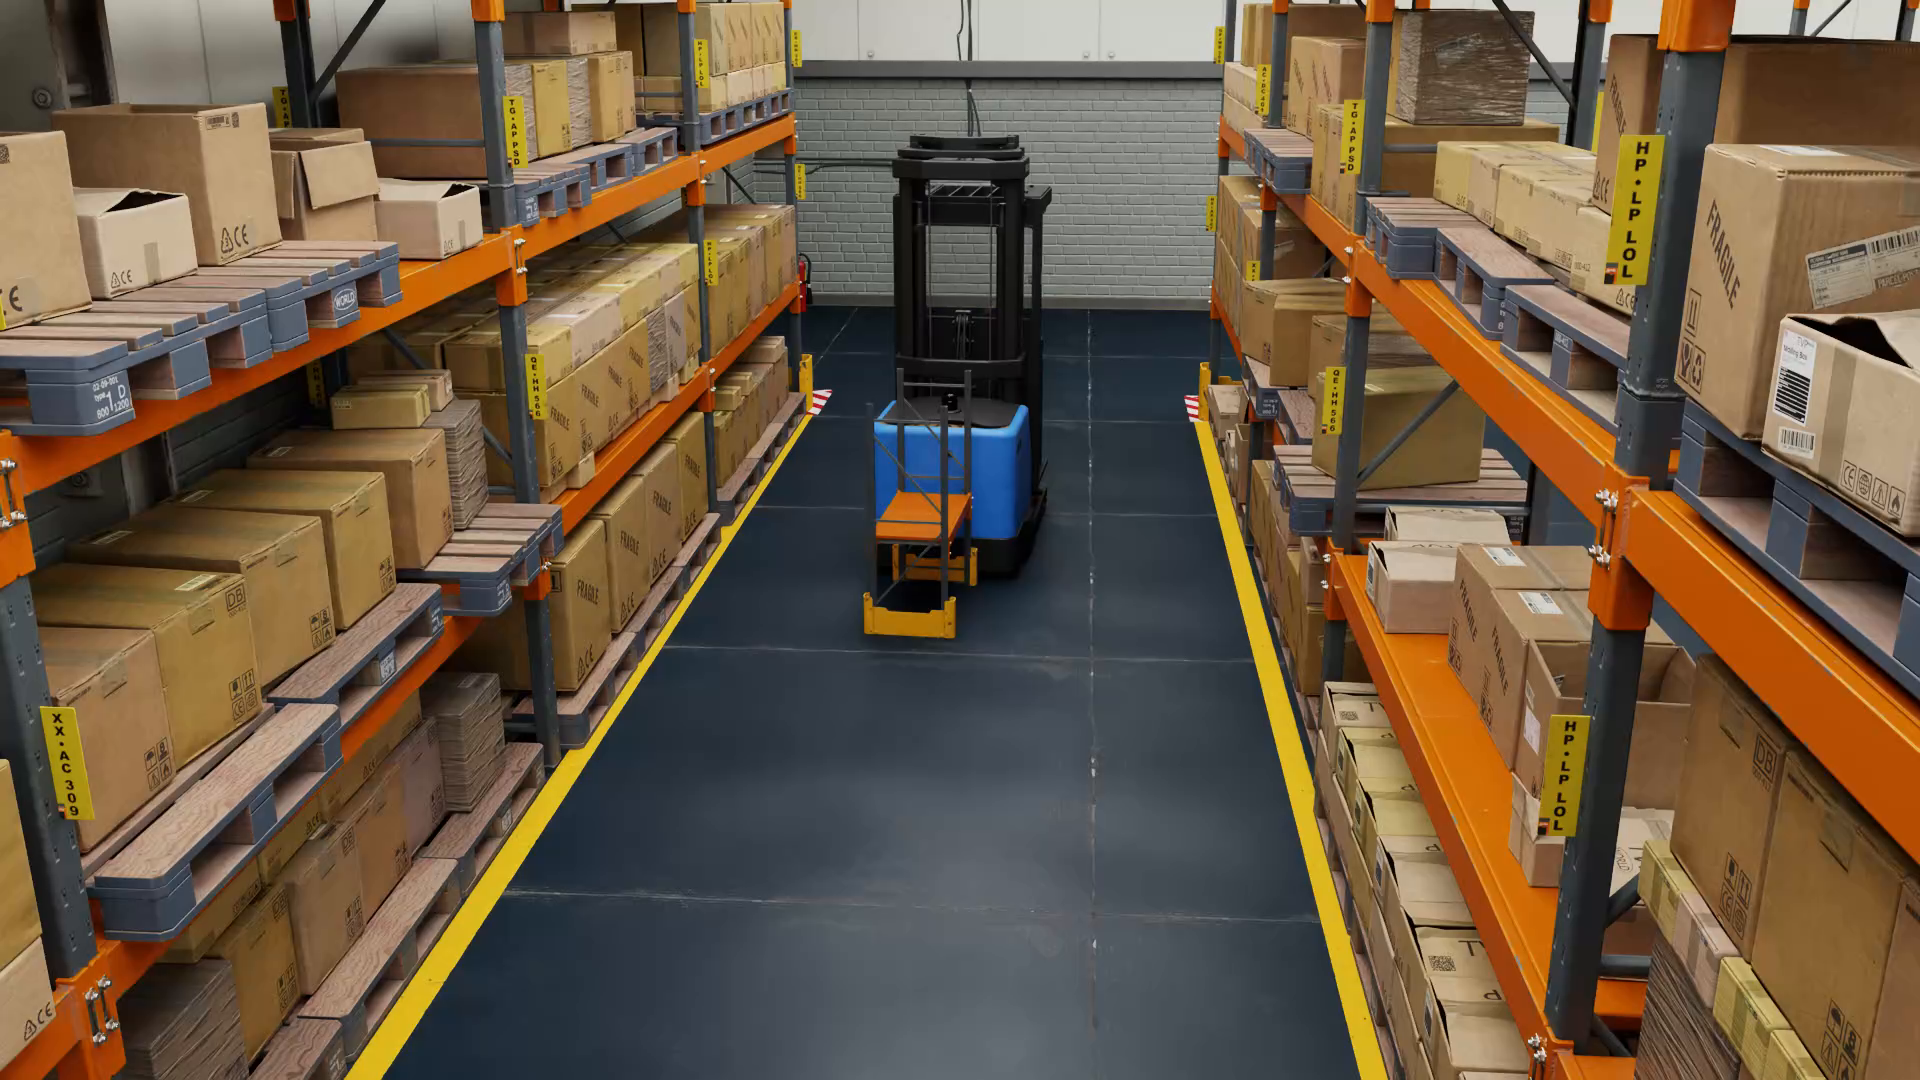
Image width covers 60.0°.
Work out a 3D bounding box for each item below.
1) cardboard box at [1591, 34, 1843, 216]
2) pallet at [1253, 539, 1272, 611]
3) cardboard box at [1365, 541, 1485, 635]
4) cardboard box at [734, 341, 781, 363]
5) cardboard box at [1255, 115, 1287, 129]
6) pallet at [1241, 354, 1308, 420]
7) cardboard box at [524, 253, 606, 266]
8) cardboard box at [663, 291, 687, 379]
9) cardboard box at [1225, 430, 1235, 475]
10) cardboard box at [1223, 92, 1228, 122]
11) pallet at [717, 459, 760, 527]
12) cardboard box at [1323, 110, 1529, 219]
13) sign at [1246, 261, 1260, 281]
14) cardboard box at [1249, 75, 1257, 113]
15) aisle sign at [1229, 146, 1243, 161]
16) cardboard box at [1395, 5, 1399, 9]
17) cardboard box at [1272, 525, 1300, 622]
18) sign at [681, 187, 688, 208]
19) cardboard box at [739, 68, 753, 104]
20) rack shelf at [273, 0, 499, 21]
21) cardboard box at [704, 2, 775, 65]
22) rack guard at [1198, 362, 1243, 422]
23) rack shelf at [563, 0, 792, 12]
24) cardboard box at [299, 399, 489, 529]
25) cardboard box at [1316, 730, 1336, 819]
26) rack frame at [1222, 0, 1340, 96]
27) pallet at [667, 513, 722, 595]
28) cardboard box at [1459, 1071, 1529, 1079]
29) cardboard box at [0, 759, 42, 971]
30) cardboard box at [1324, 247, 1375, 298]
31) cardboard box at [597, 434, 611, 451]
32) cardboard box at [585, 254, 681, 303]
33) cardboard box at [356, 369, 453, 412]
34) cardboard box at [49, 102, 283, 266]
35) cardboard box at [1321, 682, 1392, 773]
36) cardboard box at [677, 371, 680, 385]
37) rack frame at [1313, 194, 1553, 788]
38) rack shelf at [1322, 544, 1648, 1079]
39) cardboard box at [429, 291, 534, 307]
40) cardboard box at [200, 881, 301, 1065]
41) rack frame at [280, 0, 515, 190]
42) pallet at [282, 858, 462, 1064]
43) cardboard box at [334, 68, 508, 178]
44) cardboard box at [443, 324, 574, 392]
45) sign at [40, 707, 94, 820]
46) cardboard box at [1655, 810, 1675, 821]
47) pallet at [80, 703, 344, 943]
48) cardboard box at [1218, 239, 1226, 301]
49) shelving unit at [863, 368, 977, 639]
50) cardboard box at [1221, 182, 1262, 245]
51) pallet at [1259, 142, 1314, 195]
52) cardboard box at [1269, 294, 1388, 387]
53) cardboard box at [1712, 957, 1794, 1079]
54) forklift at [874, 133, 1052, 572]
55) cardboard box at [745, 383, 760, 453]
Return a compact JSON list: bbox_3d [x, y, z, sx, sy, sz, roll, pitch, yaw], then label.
[{"bbox_3d":[2.133,-1.174,4.733,0.500,0.500,0.500,3,18,9],"label":"cardboard box"},{"bbox_3d":[2.584,0.198,11.479,1.003,0.211,1.213,1,18,4],"label":"pallet"},{"bbox_3d":[2.061,0.178,7.207,0.500,0.311,0.500,1,18,3],"label":"cardboard box"},{"bbox_3d":[-1.845,-1.709,15.120,0.380,0.149,0.250,2,18,5],"label":"cardboard box"},{"bbox_3d":[2.374,-2.892,11.854,0.500,0.250,0.500,1,18,4],"label":"cardboard box"},{"bbox_3d":[2.439,-1.043,11.099,1.003,0.211,1.213,1,18,4],"label":"pallet"},{"bbox_3d":[-2.660,-1.745,11.056,0.500,0.250,0.500,1,18,5],"label":"cardboard box"},{"bbox_3d":[-2.145,-1.381,11.149,0.500,0.500,0.500,1,18,4],"label":"cardboard box"},{"bbox_3d":[2.416,-0.728,13.439,0.500,0.311,0.500,1,18,4],"label":"cardboard box"},{"bbox_3d":[2.601,-3.823,14.697,0.500,0.250,0.500,1,18,4],"label":"cardboard box"},{"bbox_3d":[-2.204,-0.399,13.302,1.003,0.211,1.213,1,18,4],"label":"pallet"},{"bbox_3d":[2.352,-1.906,8.444,0.910,0.500,0.500,1,18,4],"label":"cardboard box"},{"bbox_3d":[2.063,-1.802,11.714,0.100,0.325,0.005,1,18,4],"label":"sign"},{"bbox_3d":[2.408,-3.284,12.250,0.500,0.250,0.500,1,18,4],"label":"cardboard box"},{"bbox_3d":[2.604,-3.886,15.290,0.394,0.787,0.004,1,18,4],"label":"aisle sign"},{"bbox_3d":[2.779,-3.633,12.108,0.700,0.500,0.500,1,18,4],"label":"cardboard box"},{"bbox_3d":[2.220,0.221,10.239,0.500,0.500,0.500,1,18,2],"label":"cardboard box"},{"bbox_3d":[-2.603,-3.195,15.840,0.100,0.325,0.005,1,18,4],"label":"sign"},{"bbox_3d":[-1.944,-3.617,13.234,0.500,0.250,0.500,1,18,2],"label":"cardboard box"},{"bbox_3d":[-2.767,-1.945,5.706,1.077,0.370,4.000,1,18,4],"label":"rack shelf"},{"bbox_3d":[-1.877,-4.301,14.117,0.500,0.500,0.500,2,18,6],"label":"cardboard box"},{"bbox_3d":[2.886,-1.411,15.927,1.175,0.500,0.348,1,18,4],"label":"rack guard"},{"bbox_3d":[-2.193,-4.430,13.288,1.077,0.370,4.000,1,18,4],"label":"rack shelf"},{"bbox_3d":[-2.647,-0.358,7.831,0.700,0.500,0.500,-1,18,-3],"label":"cardboard box"},{"bbox_3d":[1.988,1.125,7.914,0.500,0.250,0.500,1,18,4],"label":"cardboard box"},{"bbox_3d":[2.892,-5.474,14.676,1.000,3.000,0.127,1,18,4],"label":"rack frame"},{"bbox_3d":[-2.317,0.077,11.850,1.003,0.211,1.213,1,18,4],"label":"pallet"},{"bbox_3d":[1.774,1.813,4.915,0.500,0.311,0.500,1,18,4],"label":"cardboard box"},{"bbox_3d":[-2.635,0.854,4.004,0.500,0.500,0.500,1,18,4],"label":"cardboard box"},{"bbox_3d":[2.919,-2.043,12.075,0.500,0.500,0.500,2,18,5],"label":"cardboard box"},{"bbox_3d":[-2.304,-0.635,9.915,0.380,0.149,0.250,2,18,5],"label":"cardboard box"},{"bbox_3d":[-2.161,-1.735,11.027,0.500,0.250,0.500,2,18,5],"label":"cardboard box"},{"bbox_3d":[-2.618,-0.705,7.847,0.380,0.149,0.250,-1,18,-3],"label":"cardboard box"},{"bbox_3d":[-2.703,-1.229,5.704,0.500,0.500,0.500,1,18,2],"label":"cardboard box"},{"bbox_3d":[1.988,0.859,7.826,0.500,0.311,0.500,2,18,6],"label":"cardboard box"},{"bbox_3d":[-2.136,-1.110,11.366,0.380,0.149,0.250,2,18,6],"label":"cardboard box"},{"bbox_3d":[2.318,-0.138,8.027,1.000,3.000,0.127,1,18,4],"label":"rack frame"},{"bbox_3d":[2.175,0.825,6.244,1.077,0.370,4.000,1,18,4],"label":"rack shelf"},{"bbox_3d":[-2.769,-1.269,9.604,0.500,0.250,0.500,1,18,3],"label":"cardboard box"},{"bbox_3d":[-2.887,1.583,6.083,0.700,0.500,0.500,1,18,3],"label":"cardboard box"},{"bbox_3d":[-2.623,-3.098,7.427,1.000,3.000,0.127,1,18,4],"label":"rack frame"},{"bbox_3d":[-2.771,1.698,6.902,1.003,0.211,1.213,1,18,4],"label":"pallet"},{"bbox_3d":[-2.646,-2.079,8.265,0.700,0.500,0.500,0,18,0],"label":"cardboard box"},{"bbox_3d":[-2.331,-0.946,8.620,0.500,0.250,0.500,2,18,5],"label":"cardboard box"},{"bbox_3d":[-2.368,0.593,4.405,0.100,0.325,0.005,1,18,4],"label":"sign"},{"bbox_3d":[2.299,0.953,5.101,0.380,0.149,0.250,1,18,4],"label":"cardboard box"},{"bbox_3d":[-2.710,0.852,5.314,1.003,0.211,1.213,1,18,4],"label":"pallet"},{"bbox_3d":[2.565,-2.378,14.703,0.500,0.500,0.500,1,18,3],"label":"cardboard box"},{"bbox_3d":[-0.247,-0.268,10.832,0.587,1.500,1.083,3,18,8],"label":"shelving unit"},{"bbox_3d":[2.567,-2.851,14.540,0.500,0.500,0.500,1,18,4],"label":"cardboard box"},{"bbox_3d":[2.417,-2.193,9.784,1.213,0.211,1.003,1,18,4],"label":"pallet"},{"bbox_3d":[2.362,-1.270,10.648,0.700,0.500,0.500,4,19,13],"label":"cardboard box"},{"bbox_3d":[1.784,0.986,3.395,0.380,0.149,0.250,1,18,2],"label":"cardboard box"},{"bbox_3d":[0.094,-1.587,12.558,1.130,2.935,3.031,3,18,8],"label":"forklift"},{"bbox_3d":[-2.102,-1.047,14.141,0.700,0.500,0.500,2,18,5],"label":"cardboard box"}]
